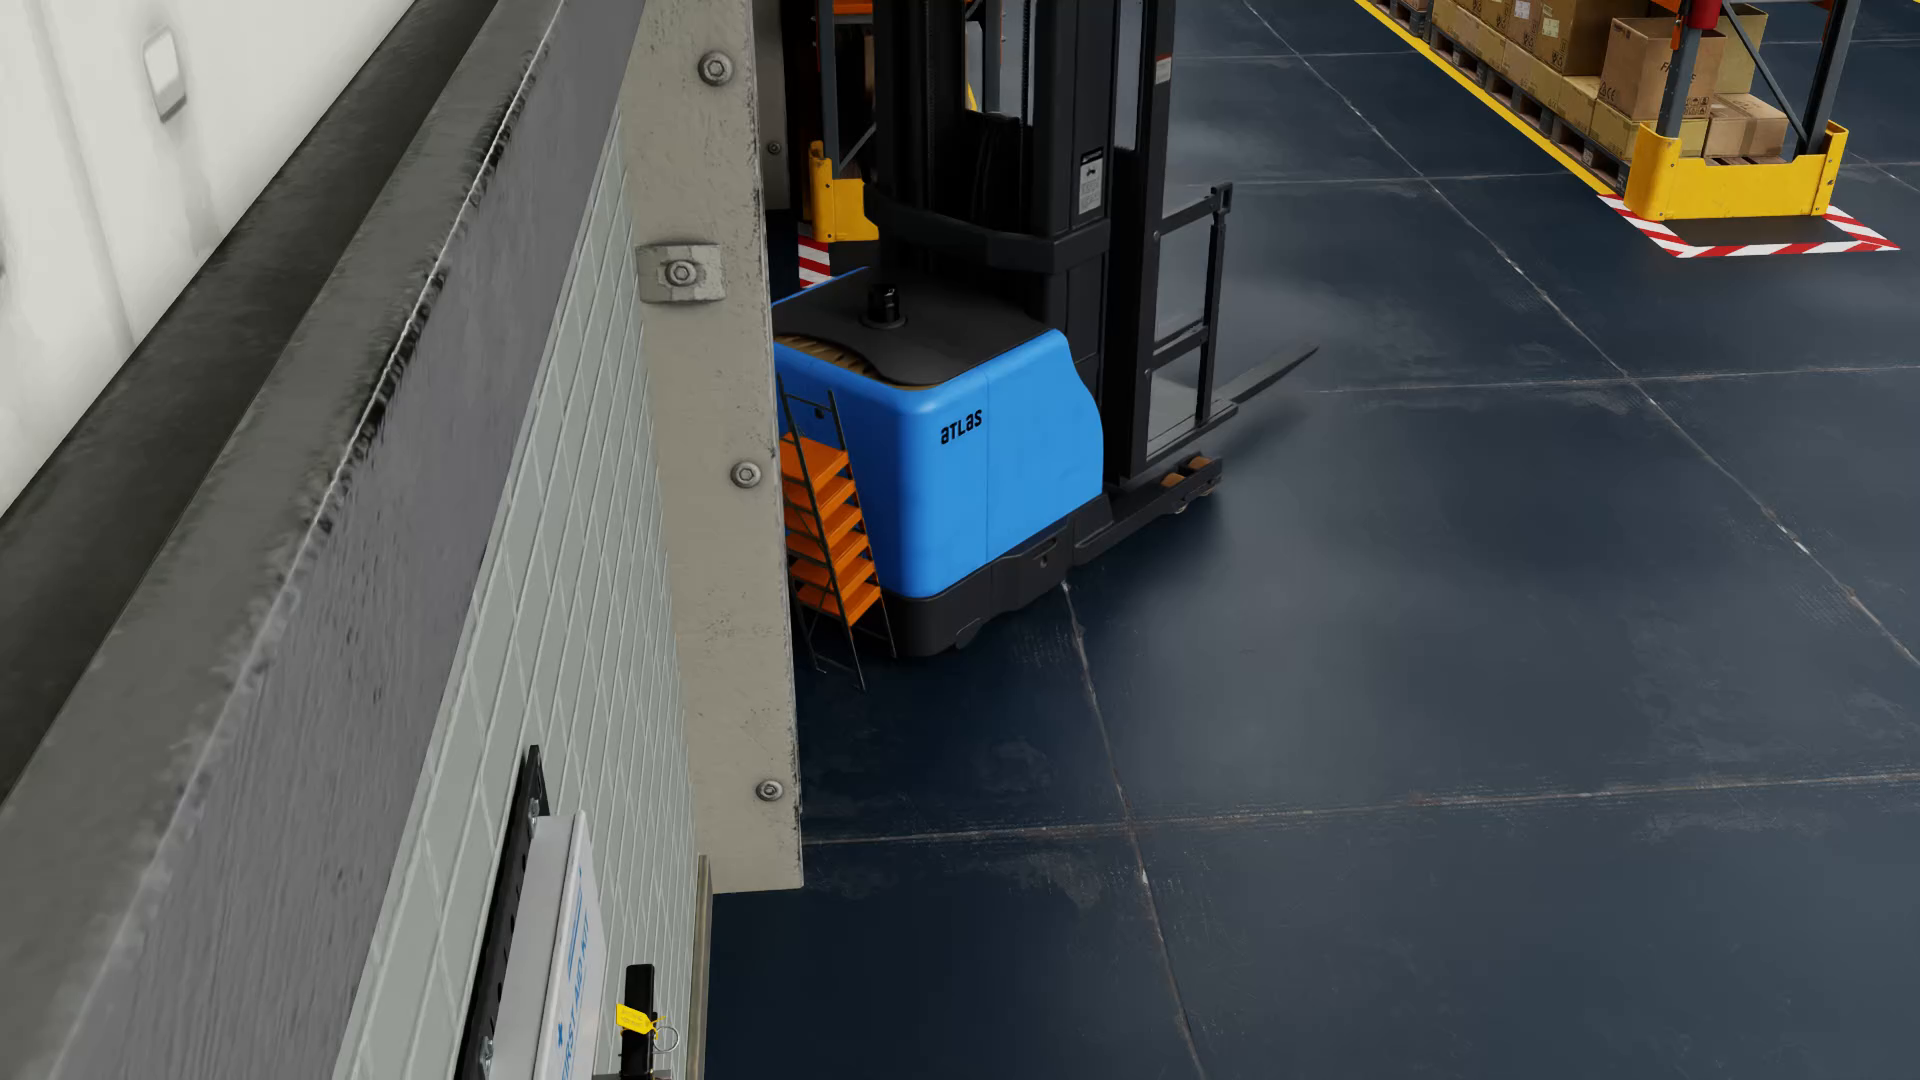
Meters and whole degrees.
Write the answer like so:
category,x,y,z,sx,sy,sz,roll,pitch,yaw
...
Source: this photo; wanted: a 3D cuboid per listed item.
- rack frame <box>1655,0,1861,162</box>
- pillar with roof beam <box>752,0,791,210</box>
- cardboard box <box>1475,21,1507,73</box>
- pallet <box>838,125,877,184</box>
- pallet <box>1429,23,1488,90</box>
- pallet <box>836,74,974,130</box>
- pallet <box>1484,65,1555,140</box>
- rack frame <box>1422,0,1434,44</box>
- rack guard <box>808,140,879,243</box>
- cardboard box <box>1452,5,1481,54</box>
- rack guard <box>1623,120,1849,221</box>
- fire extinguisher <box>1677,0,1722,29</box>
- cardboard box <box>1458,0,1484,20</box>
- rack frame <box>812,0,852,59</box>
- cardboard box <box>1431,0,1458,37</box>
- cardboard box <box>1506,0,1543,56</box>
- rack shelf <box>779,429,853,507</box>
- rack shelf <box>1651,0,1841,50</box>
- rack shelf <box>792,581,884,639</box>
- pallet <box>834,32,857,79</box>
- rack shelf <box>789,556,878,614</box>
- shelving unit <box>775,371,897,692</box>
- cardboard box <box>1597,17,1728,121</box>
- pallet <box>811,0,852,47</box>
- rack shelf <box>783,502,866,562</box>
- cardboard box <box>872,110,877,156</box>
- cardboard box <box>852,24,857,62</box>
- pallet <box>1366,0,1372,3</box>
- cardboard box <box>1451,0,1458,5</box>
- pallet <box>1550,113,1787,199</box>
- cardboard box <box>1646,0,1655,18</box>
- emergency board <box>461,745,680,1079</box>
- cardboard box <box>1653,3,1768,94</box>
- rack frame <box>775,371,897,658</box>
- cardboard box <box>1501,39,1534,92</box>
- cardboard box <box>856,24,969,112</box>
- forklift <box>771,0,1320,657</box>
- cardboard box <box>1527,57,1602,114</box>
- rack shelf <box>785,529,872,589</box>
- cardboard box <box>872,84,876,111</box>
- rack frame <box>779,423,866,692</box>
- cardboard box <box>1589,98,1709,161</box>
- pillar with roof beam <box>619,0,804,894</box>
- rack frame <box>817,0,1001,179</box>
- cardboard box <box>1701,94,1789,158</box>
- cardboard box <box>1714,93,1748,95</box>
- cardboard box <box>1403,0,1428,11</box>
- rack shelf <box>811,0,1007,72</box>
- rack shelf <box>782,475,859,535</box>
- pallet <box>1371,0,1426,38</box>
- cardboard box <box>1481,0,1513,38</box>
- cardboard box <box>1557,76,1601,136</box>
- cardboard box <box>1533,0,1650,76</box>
category,x,y,z,sx,sy,sz,roll,pitch,yaw
rack frame,4.655,-3.323,9.389,1.000,3.000,0.127,-3,31,-5
pillar with roof beam,3.082,-6.182,8.324,9.100,9.000,0.400,-3,31,-5
cardboard box,4.106,-3.603,12.129,0.500,0.250,0.500,-3,31,-5
pallet,-0.325,-2.342,10.465,1.003,0.211,1.213,-3,31,-5
pallet,4.313,-3.760,12.840,1.003,0.211,1.213,-3,31,-5
pallet,-0.436,-2.964,11.506,1.003,0.211,1.213,-3,31,-5
pallet,4.431,-3.136,11.794,1.003,0.211,1.213,-3,31,-5
rack frame,4.281,-5.365,12.808,1.000,3.000,0.127,-3,31,-5
rack guard,-0.284,-2.050,9.694,1.175,0.500,0.348,-3,31,-5
cardboard box,4.064,-3.859,12.557,0.500,0.250,0.500,-3,31,-5
rack guard,4.657,-2.238,10.009,1.175,0.500,0.348,-3,31,-5
fire extinguisher,4.203,-3.207,9.270,0.296,0.674,0.183,-3,31,-5
cardboard box,4.067,-4.181,12.364,0.500,0.500,0.500,-3,31,-5
rack frame,-0.651,-5.126,12.407,1.000,3.000,0.127,-3,31,-5
cardboard box,4.022,-4.114,12.984,0.500,0.250,0.500,-3,31,-5
cardboard box,4.155,-3.670,11.509,0.500,0.500,0.500,-3,31,-5
rack shelf,-0.505,-0.233,5.361,0.258,0.103,0.180,21,50,31
rack shelf,4.468,-4.036,11.283,1.077,0.370,4.000,-3,31,-5
rack shelf,-0.421,0.209,5.757,0.258,0.103,0.180,21,50,31
pallet,-0.553,-3.588,12.551,1.003,0.211,1.213,-3,31,-5
rack shelf,-0.438,0.121,5.678,0.258,0.103,0.180,21,50,31
shelving unit,-0.461,-0.001,5.569,0.258,1.200,0.189,21,50,31
cardboard box,4.308,-2.905,10.228,0.500,0.500,0.500,-3,31,-5
pallet,-0.725,-4.327,13.788,1.003,0.211,1.213,-3,31,-5
rack shelf,-0.472,-0.056,5.519,0.258,0.103,0.180,21,50,31
cardboard box,-0.252,-2.476,10.163,0.500,0.311,0.500,-6,31,-10
cardboard box,-0.514,-3.714,12.051,0.500,0.500,0.500,-5,31,-8
pallet,4.056,-5.167,15.194,1.003,0.211,1.213,-3,31,-5
cardboard box,4.012,-4.435,12.791,0.500,0.500,0.500,-3,31,-5
pallet,4.541,-2.515,10.754,1.003,0.211,1.213,-3,31,-5
cardboard box,4.718,-3.439,11.123,0.500,0.500,0.500,-3,31,-5
emergency board,-0.450,0.927,2.273,0.194,1.169,0.643,-3,31,-5
cardboard box,4.777,-3.185,10.697,0.500,0.500,0.500,-3,31,-5
rack frame,-0.408,-0.056,5.620,0.240,1.200,0.006,21,50,31
cardboard box,4.158,-3.348,11.702,0.500,0.250,0.500,-3,31,-5
cardboard box,-0.324,-3.225,11.233,0.700,0.500,0.500,-5,31,-8
forklift,0.461,-1.520,6.437,1.130,2.935,3.031,24,38,34
cardboard box,4.203,-3.093,11.274,0.500,0.250,0.500,-3,31,-5
rack shelf,-0.455,0.032,5.599,0.258,0.103,0.180,21,50,31
cardboard box,-0.305,-2.767,10.651,0.500,0.311,0.500,0,31,0
rack frame,-0.514,0.055,5.519,0.240,1.200,0.006,21,50,31
cardboard box,4.310,-2.583,10.421,0.500,0.250,0.500,-3,31,-5
pillar with roof beam,3.643,-3.118,3.195,9.100,9.000,0.400,-3,31,-5
rack frame,-0.277,-3.084,8.988,1.000,3.000,0.127,-3,31,-5
cardboard box,4.826,-2.608,10.462,0.500,0.250,0.500,-3,31,-5
cardboard box,4.776,-2.863,10.889,0.500,0.250,0.500,-3,31,-5
cardboard box,3.953,-4.563,13.736,0.500,0.250,0.500,-3,31,-5
rack shelf,-0.464,-3.796,10.882,1.077,0.370,4.000,-3,31,-5
rack shelf,-0.489,-0.145,5.440,0.258,0.103,0.180,21,50,31
pallet,4.173,-4.543,14.149,1.003,0.211,1.213,-3,31,-5
cardboard box,4.106,-3.925,11.936,0.500,0.500,0.500,-3,31,-5
cardboard box,4.252,-2.837,10.847,0.500,0.250,0.500,-3,31,-5
cardboard box,4.200,-3.414,11.082,0.500,0.500,0.500,-3,31,-5
